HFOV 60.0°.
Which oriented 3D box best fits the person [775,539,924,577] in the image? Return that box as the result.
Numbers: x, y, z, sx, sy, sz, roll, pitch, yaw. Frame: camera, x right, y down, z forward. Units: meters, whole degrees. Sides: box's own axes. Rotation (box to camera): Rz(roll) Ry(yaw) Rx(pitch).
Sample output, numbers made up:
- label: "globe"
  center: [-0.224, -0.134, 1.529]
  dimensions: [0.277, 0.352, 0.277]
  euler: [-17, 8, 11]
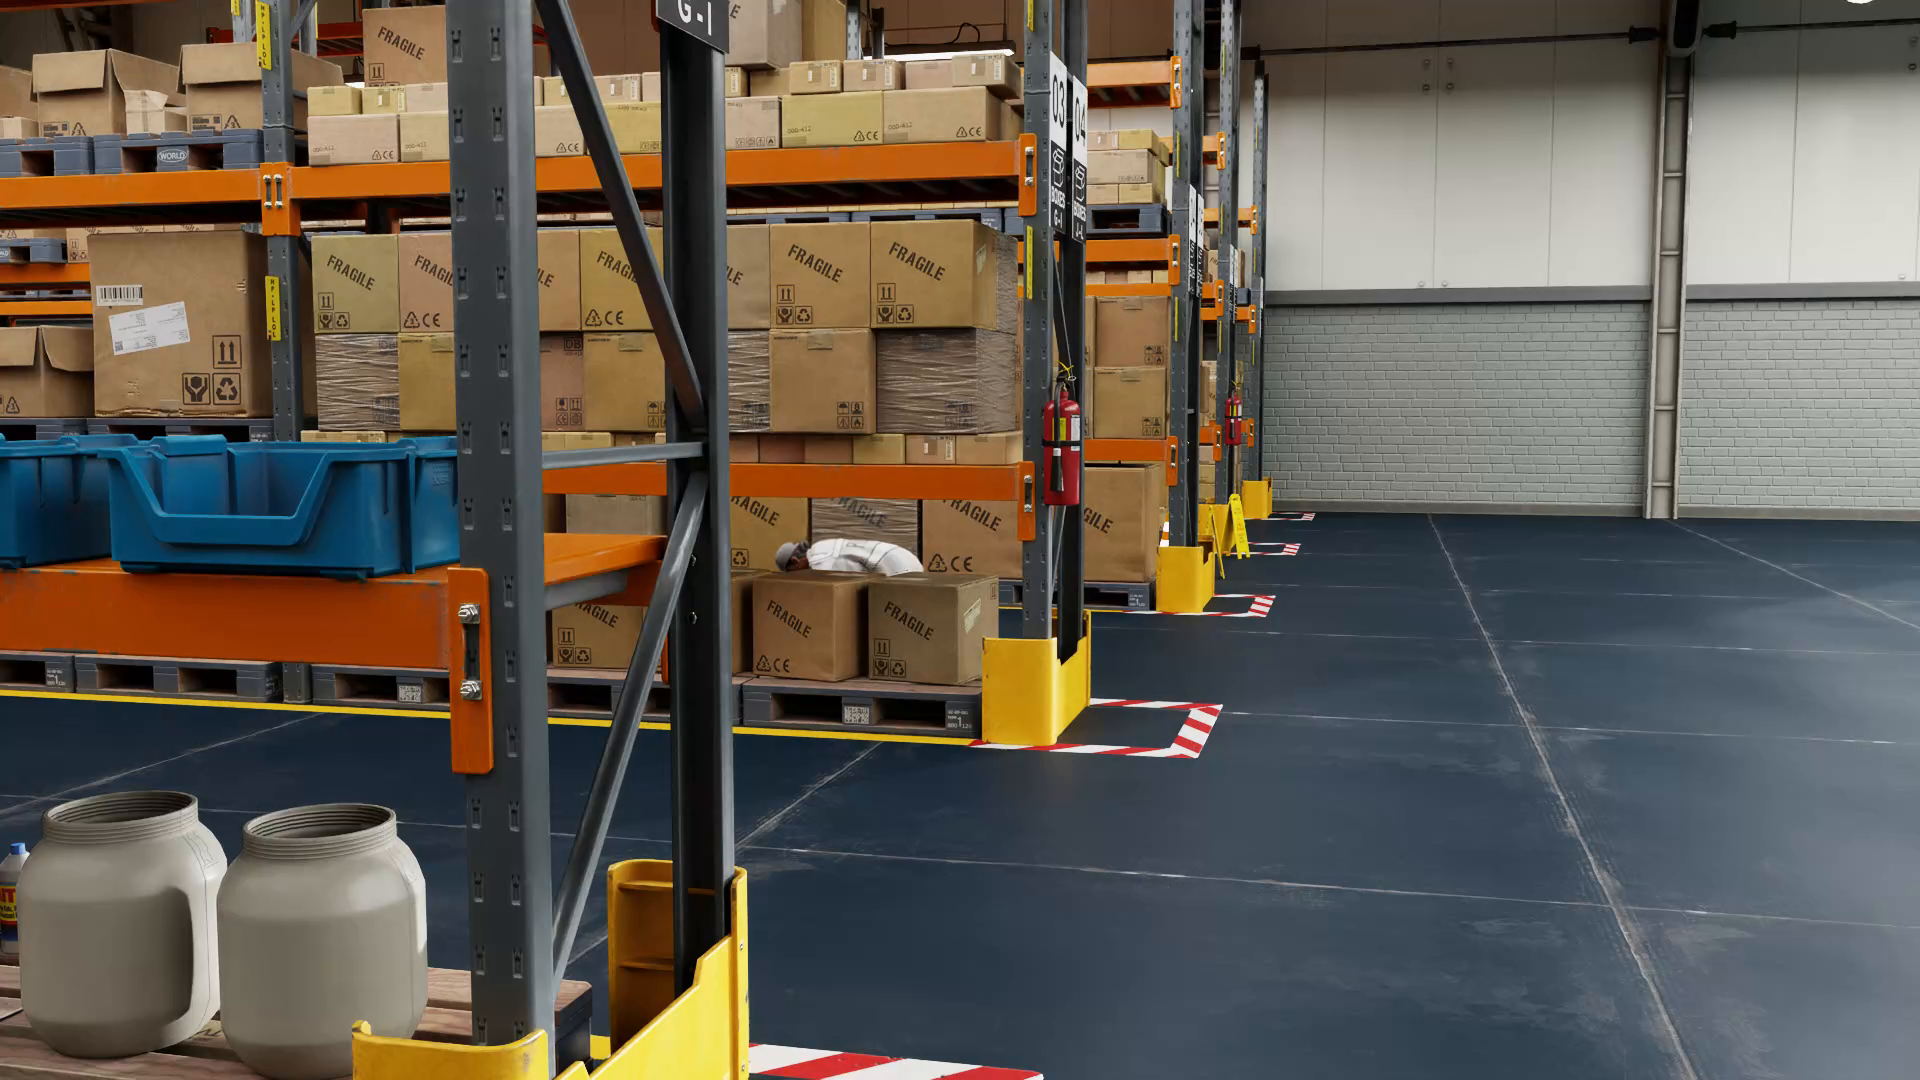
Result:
- label: "person"
  center: [-0.705, 0.370, 10.486]
  dimensions: [0.932, 0.750, 0.507]
  euler: [1, 5, 12]
